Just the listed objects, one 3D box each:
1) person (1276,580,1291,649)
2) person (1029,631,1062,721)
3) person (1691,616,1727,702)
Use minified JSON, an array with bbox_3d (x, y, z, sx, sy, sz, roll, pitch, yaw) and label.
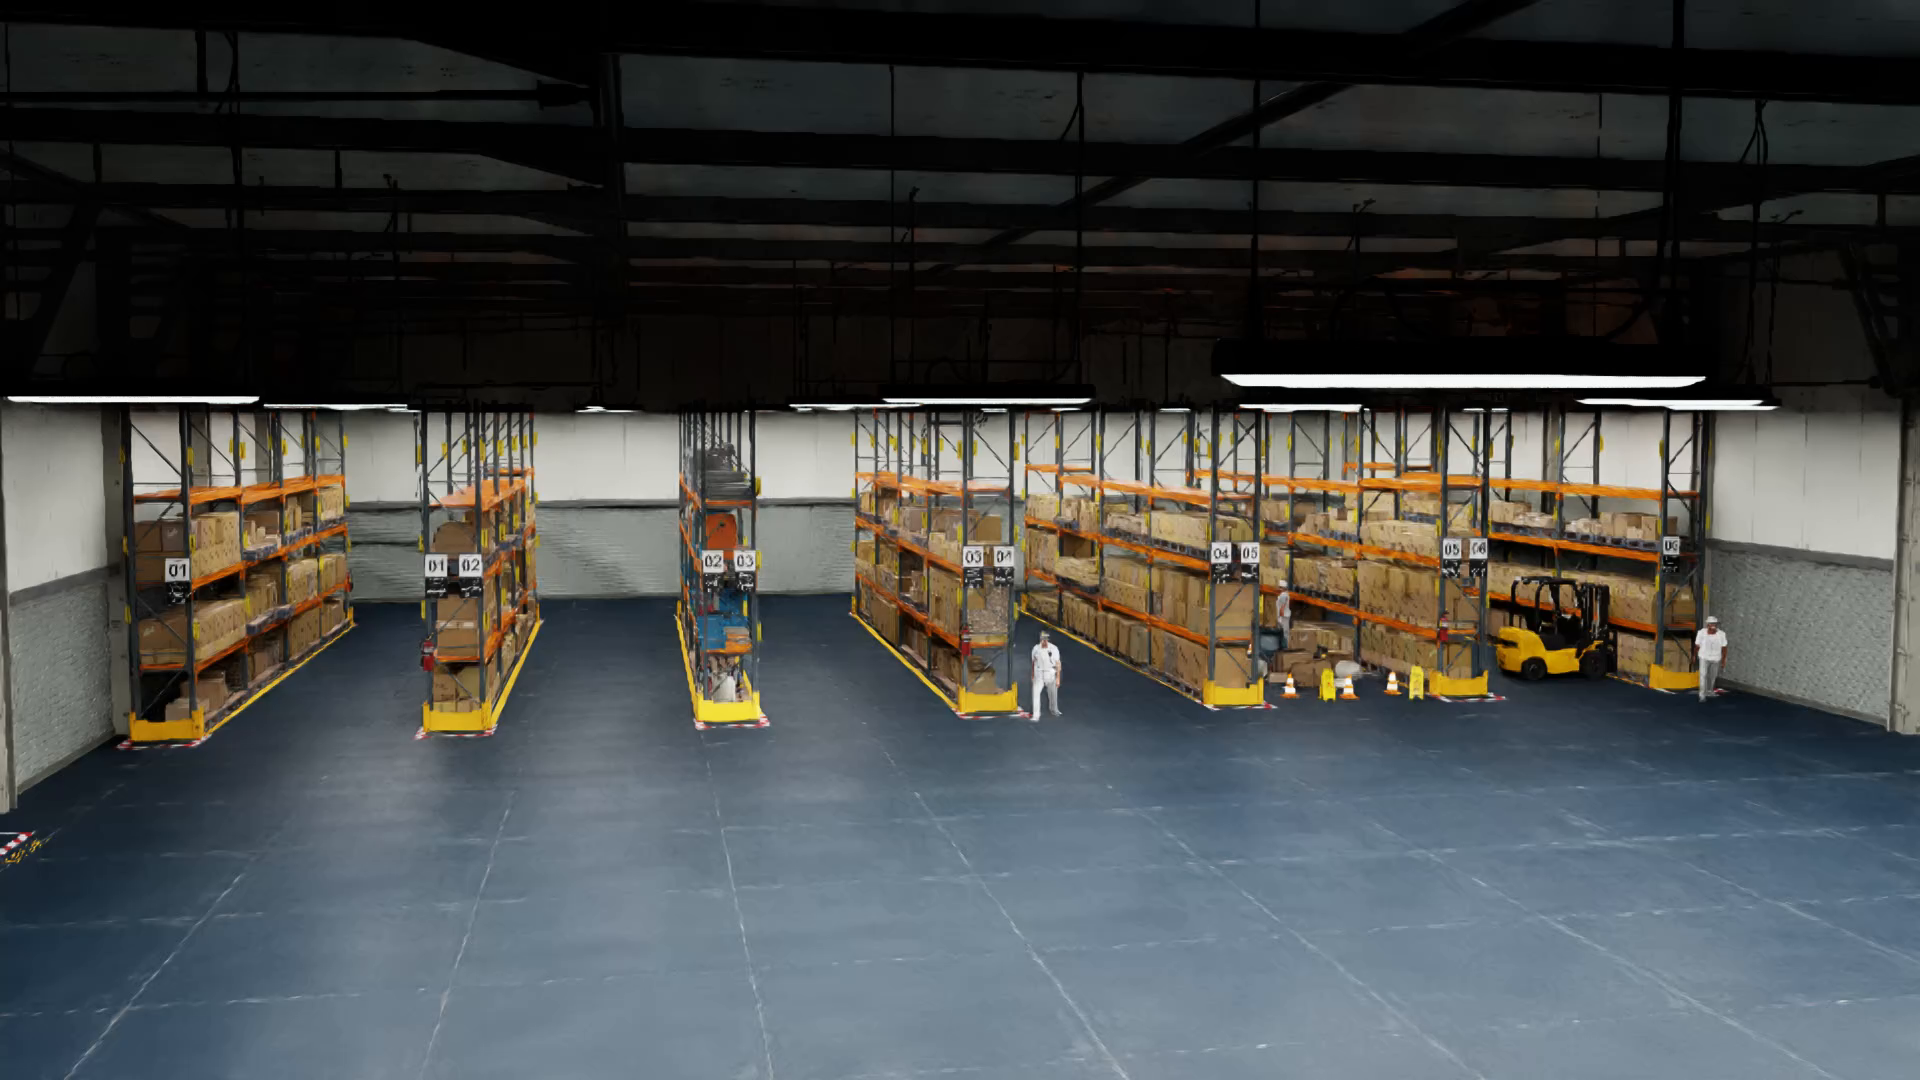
[{"bbox_3d":[7.618,1.841,39.430,0.577,1.784,0.655,1,4,13],"label":"person"},{"bbox_3d":[1.601,2.525,31.127,0.580,1.702,0.959,1,4,10],"label":"person"},{"bbox_3d":[14.975,2.364,33.200,0.620,1.723,0.955,1,4,13],"label":"person"}]
